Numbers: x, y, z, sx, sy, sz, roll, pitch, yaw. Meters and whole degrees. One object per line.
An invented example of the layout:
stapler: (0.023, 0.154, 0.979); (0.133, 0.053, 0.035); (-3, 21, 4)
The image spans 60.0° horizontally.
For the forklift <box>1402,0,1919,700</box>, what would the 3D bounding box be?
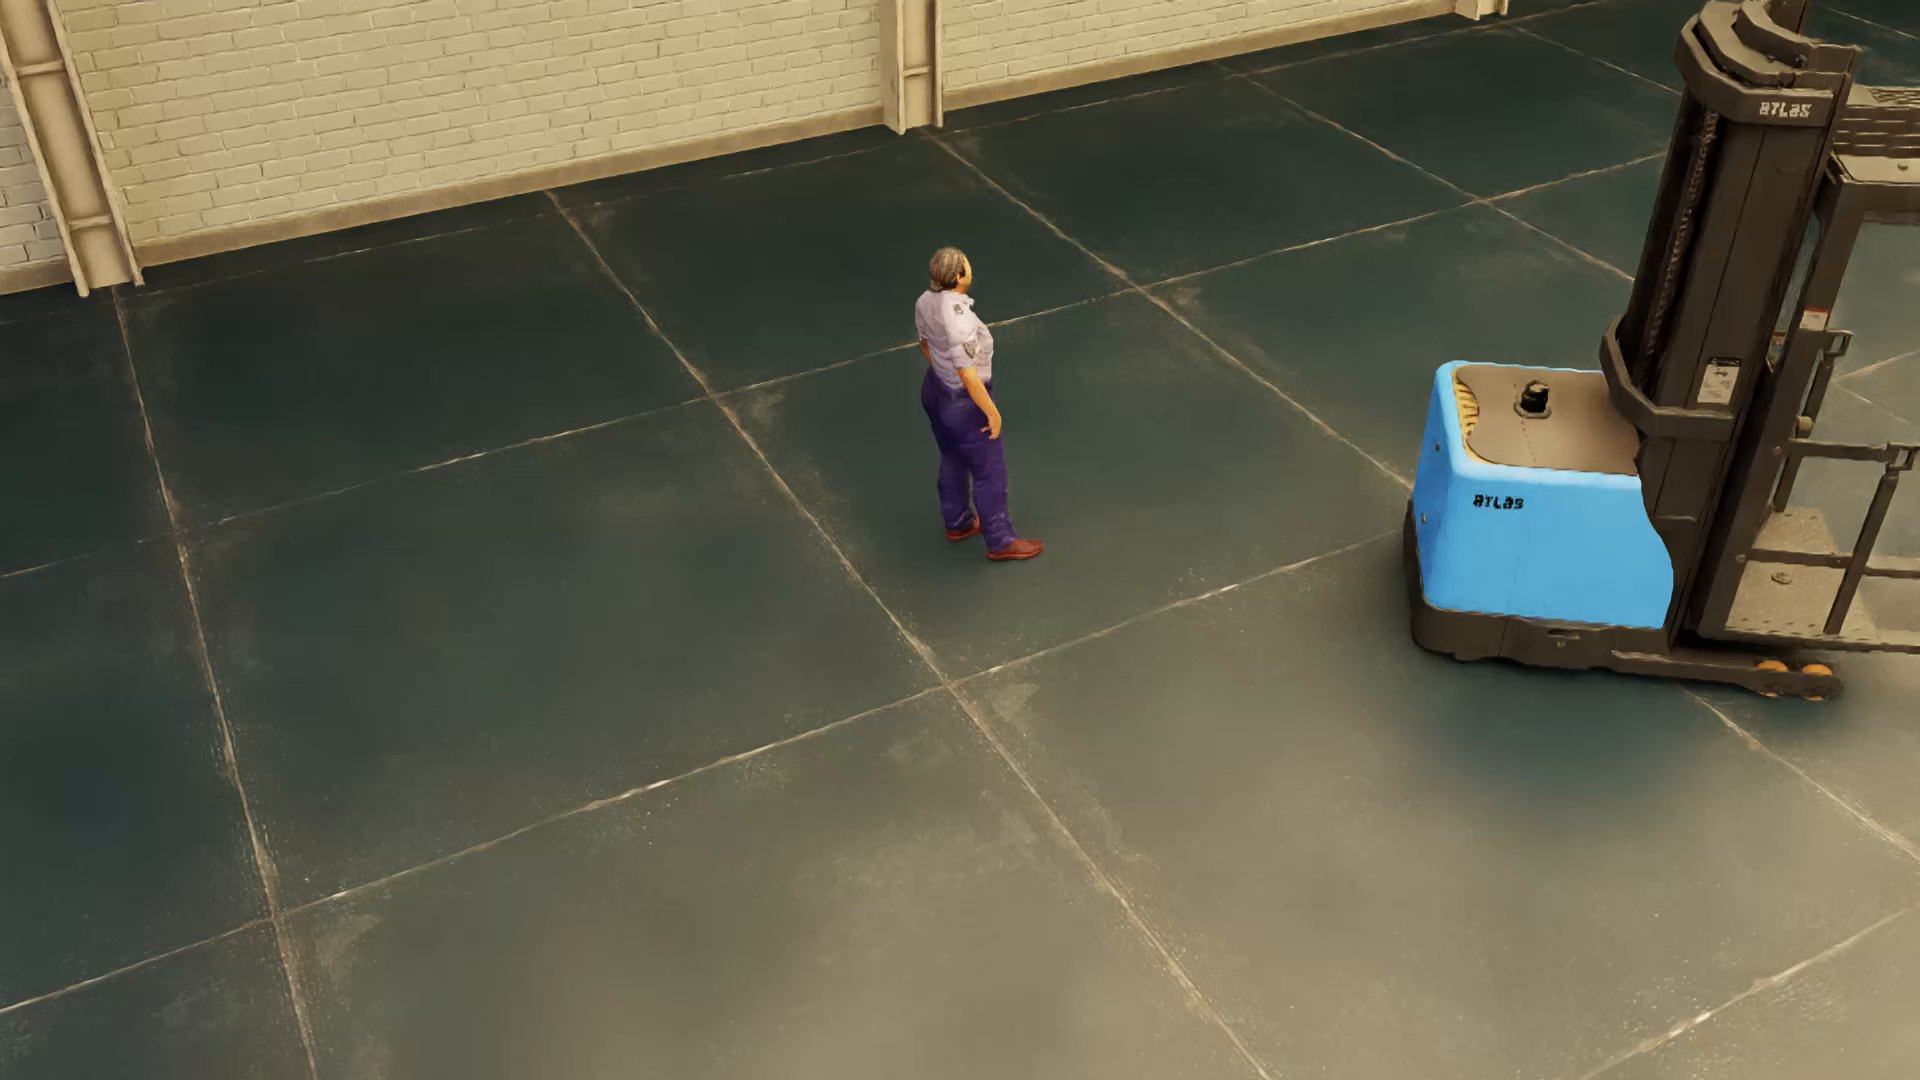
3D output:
forklift: (3.715, -0.793, 7.244); (3.031, 2.935, 1.130); (5, 36, 7)

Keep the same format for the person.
person: (0.090, -0.692, 8.201); (0.502, 1.650, 0.599); (-17, 39, -23)
